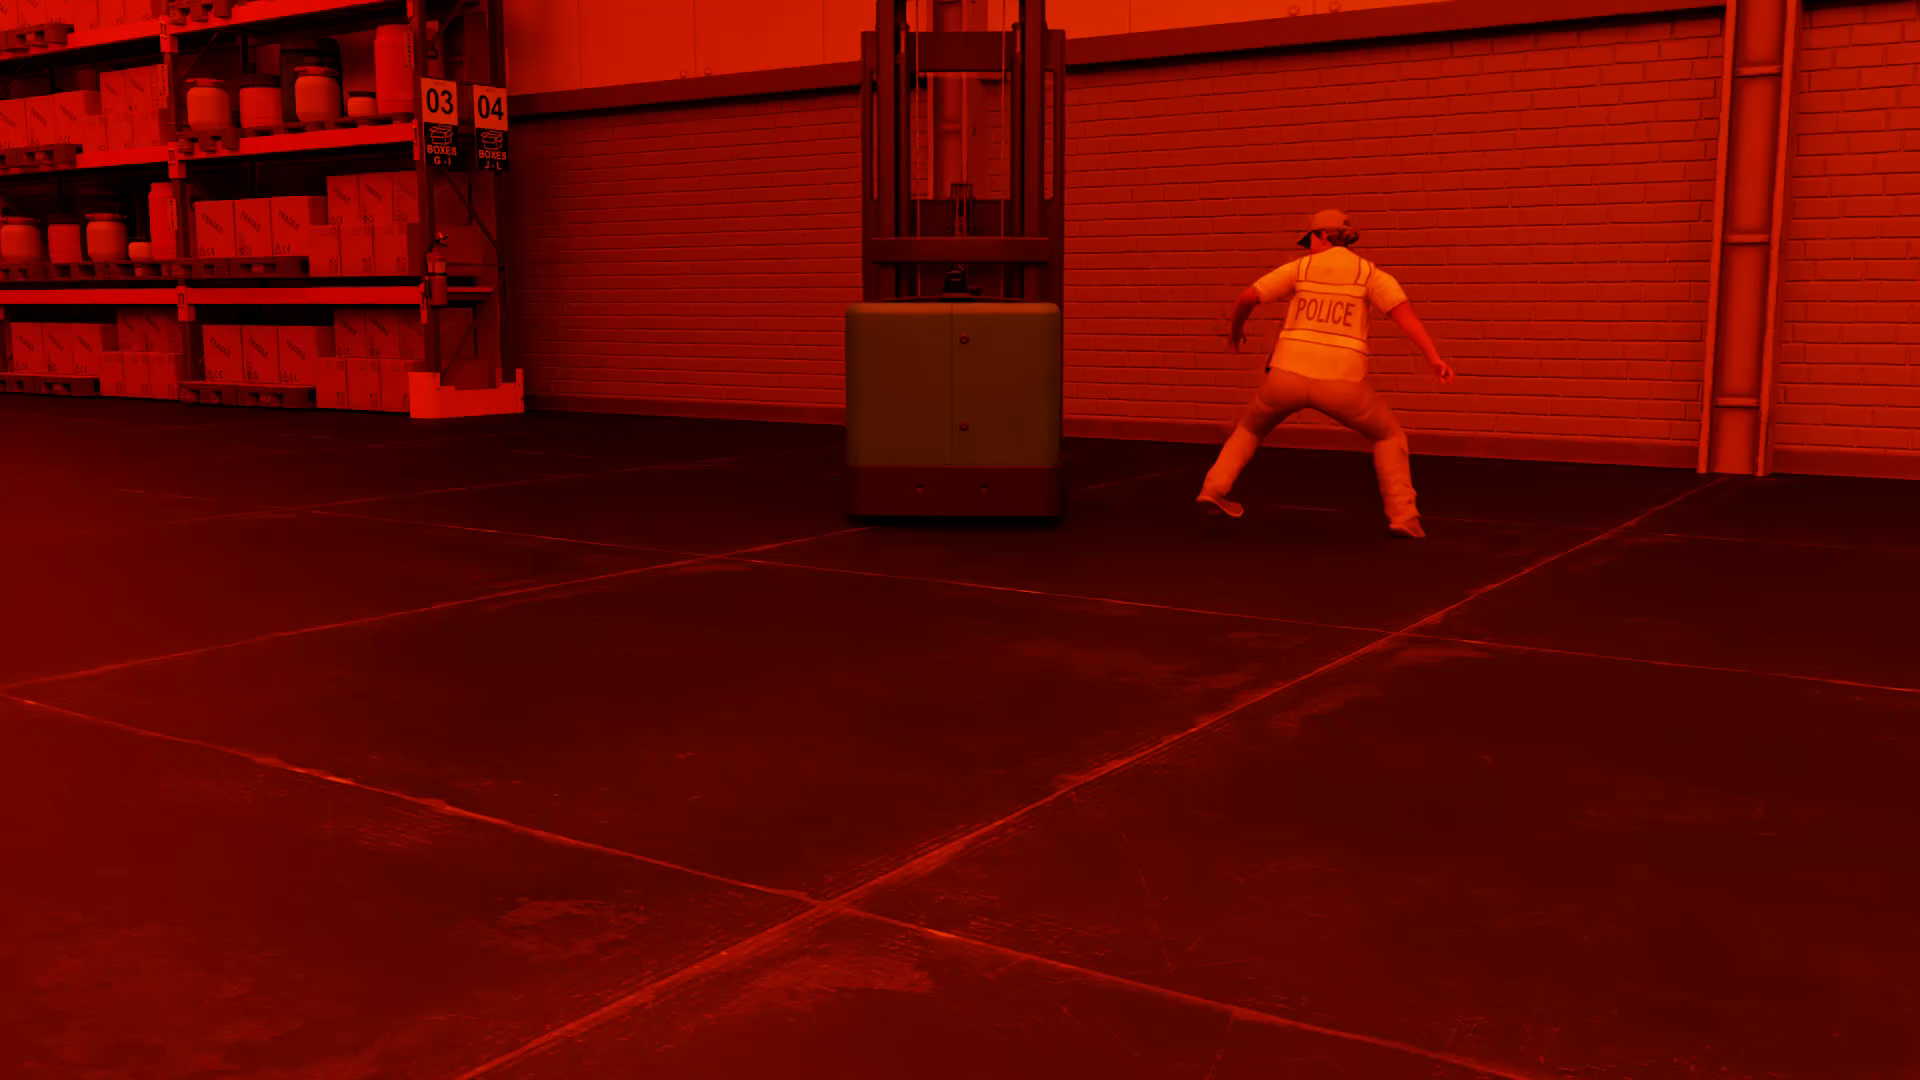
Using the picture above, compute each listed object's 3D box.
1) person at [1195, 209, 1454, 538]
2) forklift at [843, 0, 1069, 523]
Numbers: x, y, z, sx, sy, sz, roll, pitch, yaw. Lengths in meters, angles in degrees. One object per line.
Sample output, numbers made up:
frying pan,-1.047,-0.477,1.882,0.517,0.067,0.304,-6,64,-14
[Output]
person,1.705,-0.723,7.666,1.128,1.591,0.510,3,9,22
forklift,0.029,-1.706,9.187,1.130,2.935,3.031,0,8,3
